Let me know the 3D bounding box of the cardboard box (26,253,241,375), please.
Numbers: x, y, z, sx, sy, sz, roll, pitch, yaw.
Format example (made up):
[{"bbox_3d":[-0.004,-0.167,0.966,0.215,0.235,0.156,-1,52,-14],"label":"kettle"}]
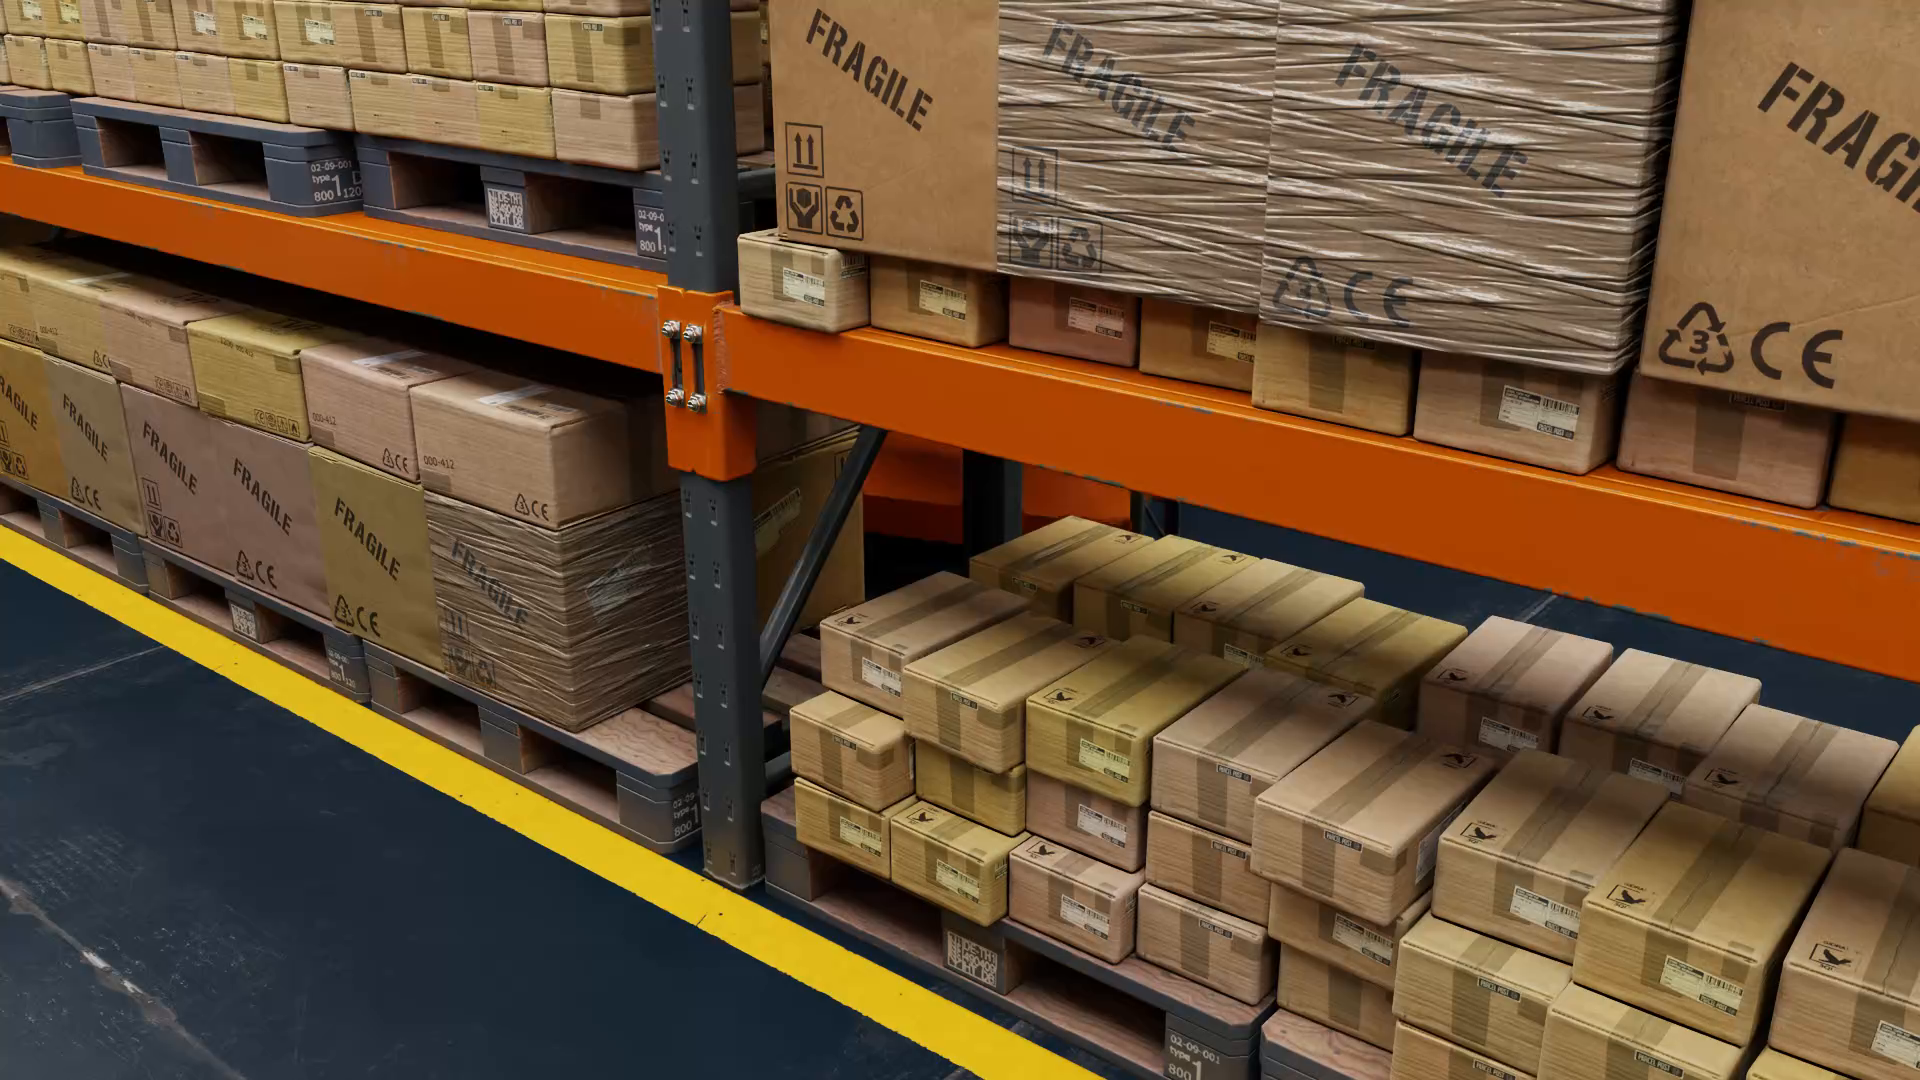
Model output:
[{"bbox_3d":[-2.531,-0.718,5.206,0.500,0.250,0.500,16,26,36],"label":"cardboard box"}]

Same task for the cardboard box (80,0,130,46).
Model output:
[{"bbox_3d":[-2.249,-1.498,4.729,0.250,0.149,0.380,16,26,36],"label":"cardboard box"}]

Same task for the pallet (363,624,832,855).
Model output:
[{"bbox_3d":[-0.810,0.351,4.439,1.213,0.211,1.003,16,26,36],"label":"pallet"}]

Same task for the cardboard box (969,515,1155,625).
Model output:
[{"bbox_3d":[0.235,0.086,3.790,0.250,0.149,0.380,17,27,38],"label":"cardboard box"}]

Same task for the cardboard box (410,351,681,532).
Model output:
[{"bbox_3d":[-0.943,-0.256,3.980,0.500,0.250,0.500,15,25,35],"label":"cardboard box"}]

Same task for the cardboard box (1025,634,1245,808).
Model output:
[{"bbox_3d":[0.333,0.332,3.138,0.250,0.149,0.380,16,26,36],"label":"cardboard box"}]

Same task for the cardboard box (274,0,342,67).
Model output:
[{"bbox_3d":[-1.449,-1.267,4.115,0.250,0.149,0.380,14,25,34],"label":"cardboard box"}]

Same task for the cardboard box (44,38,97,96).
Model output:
[{"bbox_3d":[-2.458,-1.418,4.937,0.250,0.149,0.380,18,27,39],"label":"cardboard box"}]

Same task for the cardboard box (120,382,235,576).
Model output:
[{"bbox_3d":[-2.126,-0.248,5.023,0.500,0.500,0.500,15,26,35],"label":"cardboard box"}]

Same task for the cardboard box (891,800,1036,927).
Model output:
[{"bbox_3d":[0.079,0.585,3.311,0.250,0.149,0.380,17,27,38],"label":"cardboard box"}]

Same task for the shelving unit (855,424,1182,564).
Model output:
[{"bbox_3d":[0.081,-0.309,4.838,1.048,1.125,0.538,7,26,19],"label":"shelving unit"}]

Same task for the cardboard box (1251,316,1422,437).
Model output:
[{"bbox_3d":[0.655,-0.292,2.547,0.250,0.149,0.380,17,26,37],"label":"cardboard box"}]

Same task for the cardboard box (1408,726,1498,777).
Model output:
[{"bbox_3d":[1.018,0.447,3.255,0.250,0.149,0.380,17,26,38],"label":"cardboard box"}]

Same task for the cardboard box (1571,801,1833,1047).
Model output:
[{"bbox_3d":[1.125,0.567,2.515,0.250,0.149,0.380,16,26,37],"label":"cardboard box"}]

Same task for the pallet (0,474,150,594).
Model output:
[{"bbox_3d":[-2.700,-0.194,5.883,1.213,0.211,1.003,16,26,36],"label":"pallet"}]

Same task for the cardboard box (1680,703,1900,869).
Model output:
[{"bbox_3d":[1.415,0.443,2.845,0.250,0.149,0.380,16,26,36],"label":"cardboard box"}]

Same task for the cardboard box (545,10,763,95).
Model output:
[{"bbox_3d":[-0.639,-1.034,3.498,0.250,0.149,0.380,17,27,38],"label":"cardboard box"}]

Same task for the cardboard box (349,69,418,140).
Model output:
[{"bbox_3d":[-1.226,-1.064,4.000,0.250,0.149,0.380,15,25,34],"label":"cardboard box"}]

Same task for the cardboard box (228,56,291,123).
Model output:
[{"bbox_3d":[-1.650,-1.184,4.318,0.250,0.149,0.380,17,27,39],"label":"cardboard box"}]

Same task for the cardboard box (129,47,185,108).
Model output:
[{"bbox_3d":[-2.057,-1.302,4.631,0.250,0.149,0.380,16,26,37],"label":"cardboard box"}]

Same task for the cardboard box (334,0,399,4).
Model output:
[{"bbox_3d":[-1.251,-1.351,3.917,0.250,0.149,0.380,16,26,36],"label":"cardboard box"}]

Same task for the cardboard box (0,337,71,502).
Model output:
[{"bbox_3d":[-2.918,-0.473,5.618,0.500,0.500,0.500,15,25,34],"label":"cardboard box"}]

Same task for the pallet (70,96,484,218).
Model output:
[{"bbox_3d":[-1.745,-1.153,4.747,1.213,0.211,1.003,16,26,36],"label":"pallet"}]

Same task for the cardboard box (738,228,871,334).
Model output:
[{"bbox_3d":[-0.193,-0.511,3.127,0.250,0.149,0.380,17,27,38],"label":"cardboard box"}]

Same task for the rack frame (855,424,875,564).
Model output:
[{"bbox_3d":[-0.396,-0.370,5.003,0.032,1.125,0.500,7,26,19],"label":"rack frame"}]

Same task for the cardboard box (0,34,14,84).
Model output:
[{"bbox_3d":[-2.878,-1.537,5.255,0.250,0.149,0.380,18,27,39],"label":"cardboard box"}]

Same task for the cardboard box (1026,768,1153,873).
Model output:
[{"bbox_3d":[0.337,0.462,3.215,0.250,0.149,0.380,16,26,36],"label":"cardboard box"}]

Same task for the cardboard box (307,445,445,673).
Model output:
[{"bbox_3d":[-1.336,-0.019,4.414,0.500,0.500,0.500,15,26,35],"label":"cardboard box"}]

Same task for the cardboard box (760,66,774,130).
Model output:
[{"bbox_3d":[-0.439,-1.134,4.184,0.250,0.149,0.380,17,26,37],"label":"cardboard box"}]

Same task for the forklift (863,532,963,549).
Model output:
[{"bbox_3d":[0.042,-1.811,6.317,1.130,2.935,3.031,2,21,5],"label":"forklift"}]

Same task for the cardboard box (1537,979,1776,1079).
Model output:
[{"bbox_3d":[1.073,0.726,2.514,0.250,0.149,0.380,16,26,37],"label":"cardboard box"}]

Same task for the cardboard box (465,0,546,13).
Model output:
[{"bbox_3d":[-0.849,-1.234,3.607,0.250,0.149,0.380,15,25,35],"label":"cardboard box"}]

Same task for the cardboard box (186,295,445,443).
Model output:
[{"bbox_3d":[-1.751,-0.488,4.596,0.500,0.250,0.500,15,25,34],"label":"cardboard box"}]

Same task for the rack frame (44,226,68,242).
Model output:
[{"bbox_3d":[-3.305,-1.673,5.854,0.127,3.000,1.000,16,26,36],"label":"rack frame"}]

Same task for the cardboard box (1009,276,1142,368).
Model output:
[{"bbox_3d":[0.294,-0.428,2.909,0.250,0.149,0.380,15,25,34],"label":"cardboard box"}]

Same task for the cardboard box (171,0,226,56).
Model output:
[{"bbox_3d":[-1.847,-1.383,4.423,0.250,0.149,0.380,17,27,38],"label":"cardboard box"}]

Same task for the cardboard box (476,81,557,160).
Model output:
[{"bbox_3d":[-0.840,-0.952,3.703,0.250,0.149,0.380,16,26,37],"label":"cardboard box"}]

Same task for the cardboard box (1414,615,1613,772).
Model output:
[{"bbox_3d":[1.075,0.301,3.222,0.250,0.149,0.380,15,25,34],"label":"cardboard box"}]

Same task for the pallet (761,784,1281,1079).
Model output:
[{"bbox_3d":[0.337,0.664,3.608,1.213,0.211,1.003,16,26,36],"label":"pallet"}]

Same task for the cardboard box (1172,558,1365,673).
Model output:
[{"bbox_3d":[0.655,0.186,3.525,0.250,0.149,0.380,16,26,36],"label":"cardboard box"}]

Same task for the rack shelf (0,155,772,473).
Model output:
[{"bbox_3d":[-1.755,-0.891,4.798,4.000,0.370,1.077,16,26,36],"label":"rack shelf"}]

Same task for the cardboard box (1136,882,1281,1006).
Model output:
[{"bbox_3d":[0.533,0.669,3.088,0.250,0.149,0.380,15,26,35],"label":"cardboard box"}]

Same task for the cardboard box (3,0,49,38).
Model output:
[{"bbox_3d":[-2.637,-1.610,5.026,0.250,0.149,0.380,15,25,35],"label":"cardboard box"}]

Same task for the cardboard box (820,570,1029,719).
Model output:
[{"bbox_3d":[-0.070,0.212,3.458,0.250,0.149,0.380,17,27,38],"label":"cardboard box"}]

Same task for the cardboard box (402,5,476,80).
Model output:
[{"bbox_3d":[-1.034,-1.148,3.802,0.250,0.149,0.380,17,27,39],"label":"cardboard box"}]

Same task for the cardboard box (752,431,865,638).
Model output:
[{"bbox_3d":[-0.610,-0.045,4.484,0.500,0.500,0.500,17,27,38],"label":"cardboard box"}]

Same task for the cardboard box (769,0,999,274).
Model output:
[{"bbox_3d":[0.019,-0.787,2.942,0.500,0.500,0.500,16,26,35],"label":"cardboard box"}]

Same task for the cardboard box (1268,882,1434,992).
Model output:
[{"bbox_3d":[0.743,0.591,2.874,0.250,0.149,0.380,18,27,39],"label":"cardboard box"}]

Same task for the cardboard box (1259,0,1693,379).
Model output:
[{"bbox_3d":[0.774,-0.557,2.330,0.500,0.500,0.500,15,26,35],"label":"cardboard box"}]

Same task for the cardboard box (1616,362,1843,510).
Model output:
[{"bbox_3d":[1.095,-0.183,2.258,0.250,0.149,0.380,17,27,38],"label":"cardboard box"}]

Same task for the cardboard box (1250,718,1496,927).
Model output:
[{"bbox_3d":[0.695,0.463,2.790,0.250,0.149,0.380,17,26,37],"label":"cardboard box"}]

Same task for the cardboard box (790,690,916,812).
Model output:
[{"bbox_3d":[-0.127,0.386,3.418,0.250,0.149,0.380,18,27,39],"label":"cardboard box"}]

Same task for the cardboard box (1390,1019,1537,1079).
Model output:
[{"bbox_3d":[0.904,0.804,2.730,0.250,0.149,0.380,15,25,35],"label":"cardboard box"}]
